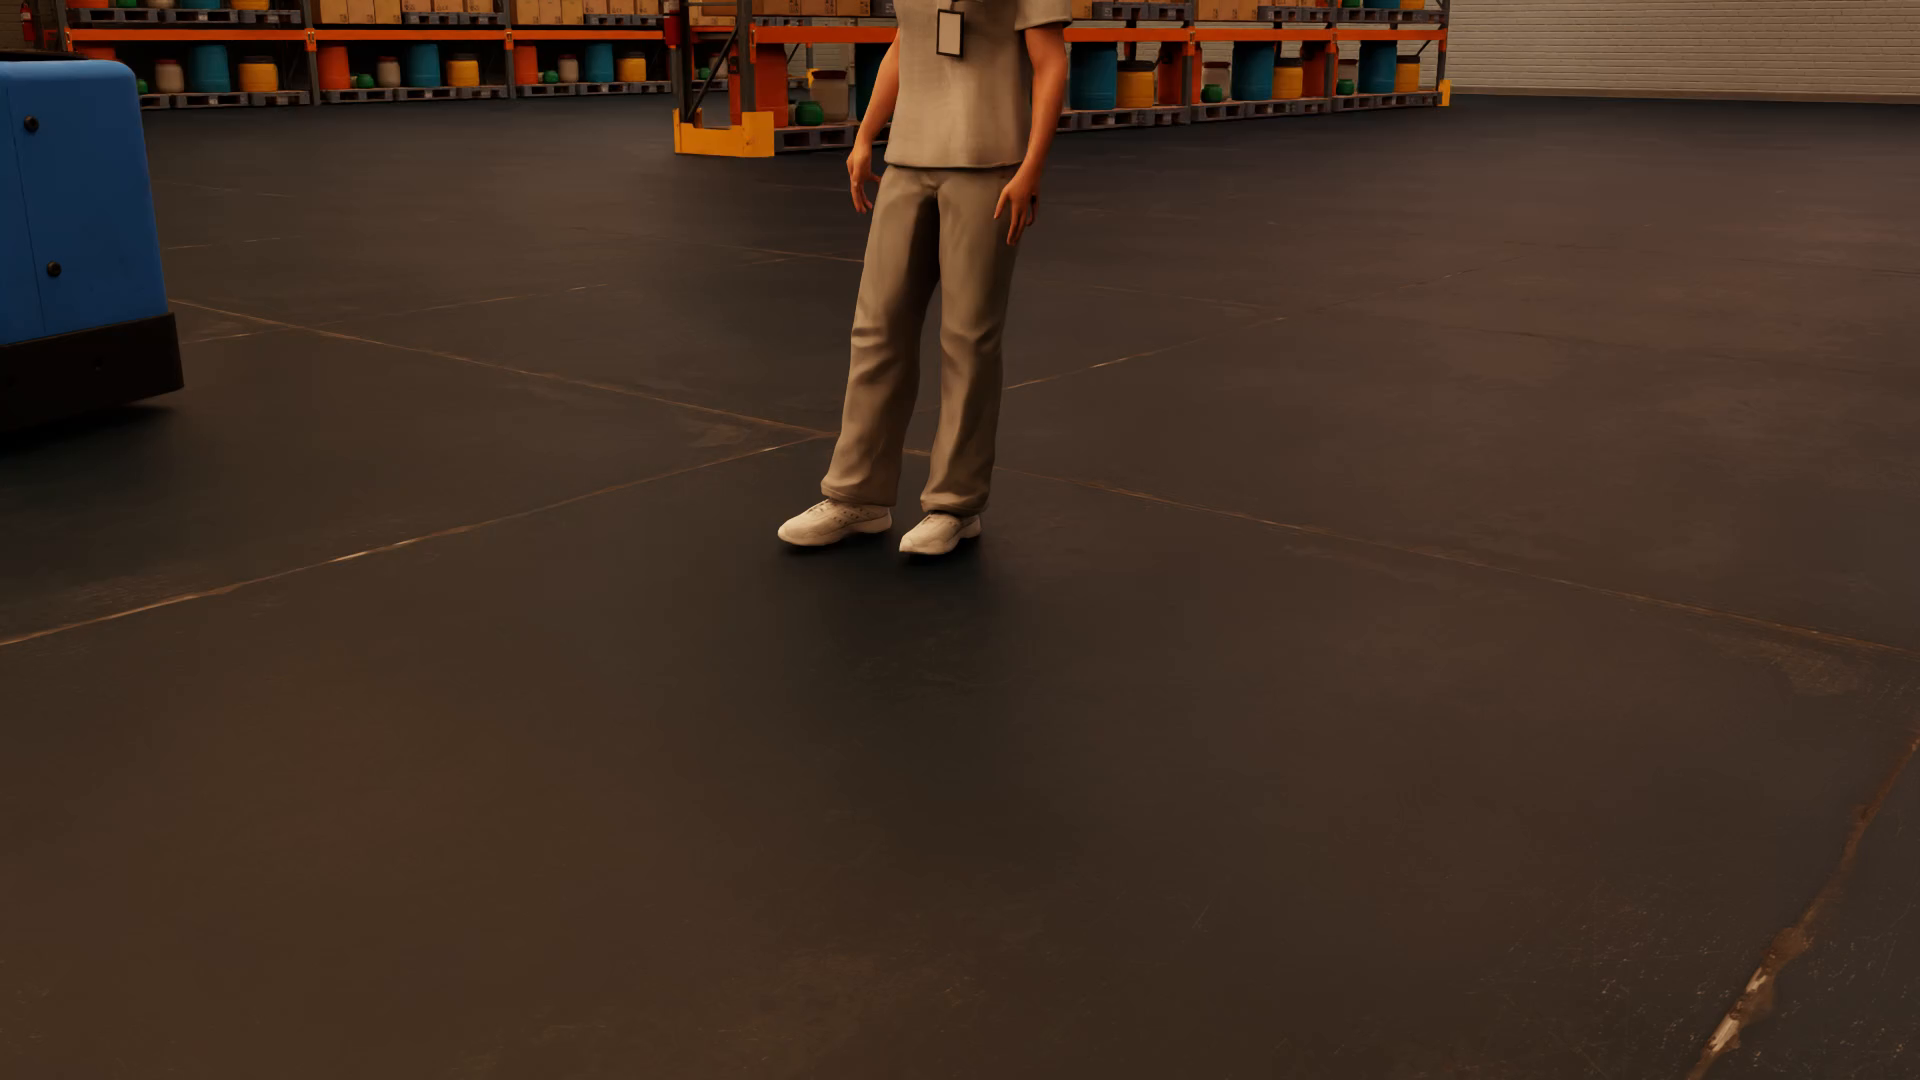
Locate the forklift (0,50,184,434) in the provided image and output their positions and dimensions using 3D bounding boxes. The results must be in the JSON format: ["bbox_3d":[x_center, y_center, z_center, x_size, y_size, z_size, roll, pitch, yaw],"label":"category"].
[{"bbox_3d":[-4.040,-1.844,4.970,3.031,2.935,1.130,6,18,20],"label":"forklift"}]

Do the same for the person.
[{"bbox_3d":[-0.058,-0.794,3.650,0.549,1.672,0.548,13,21,37],"label":"person"}]
